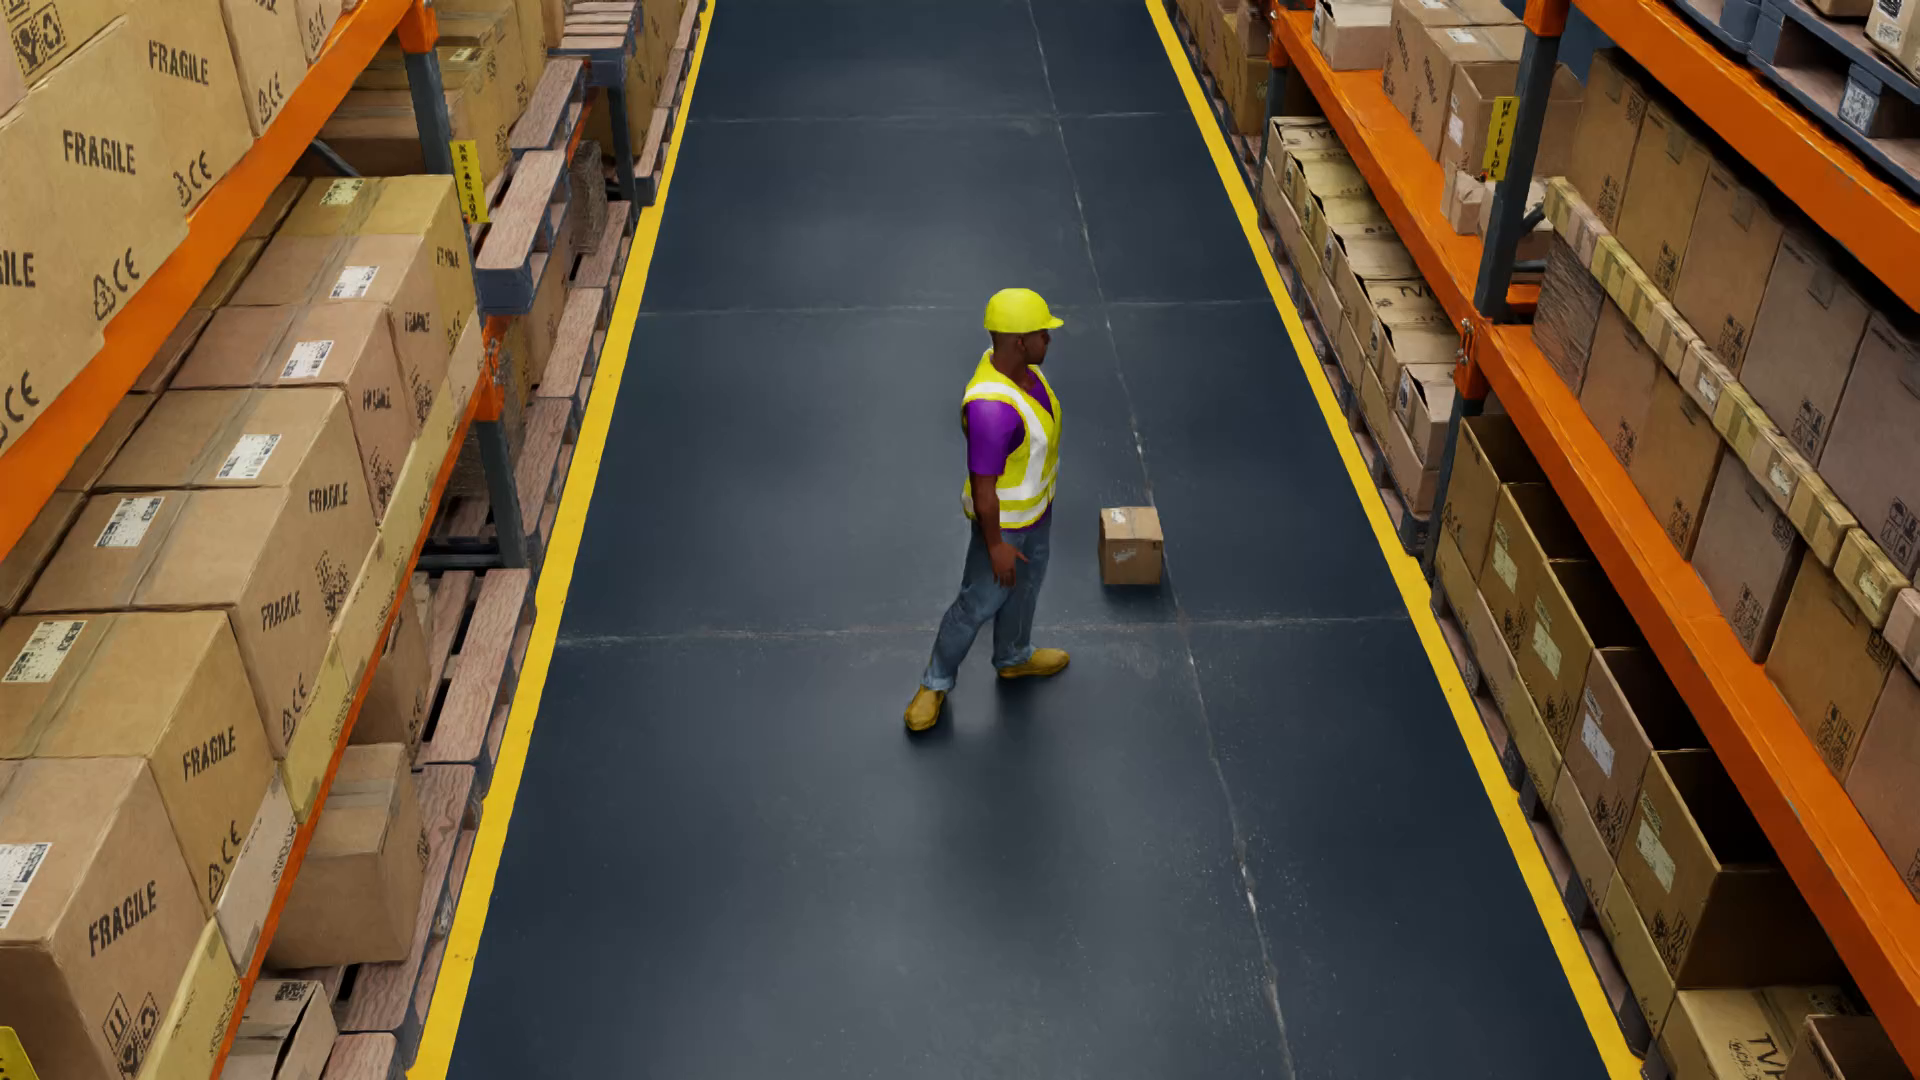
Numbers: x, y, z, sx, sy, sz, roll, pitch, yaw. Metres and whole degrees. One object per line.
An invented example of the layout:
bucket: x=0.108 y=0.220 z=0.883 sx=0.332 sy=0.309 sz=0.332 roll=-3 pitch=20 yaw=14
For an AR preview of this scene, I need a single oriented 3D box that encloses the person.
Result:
person: x=0.110 y=-0.083 z=6.253 sx=0.494 sy=1.763 sz=0.724 roll=13 pitch=37 yaw=18
